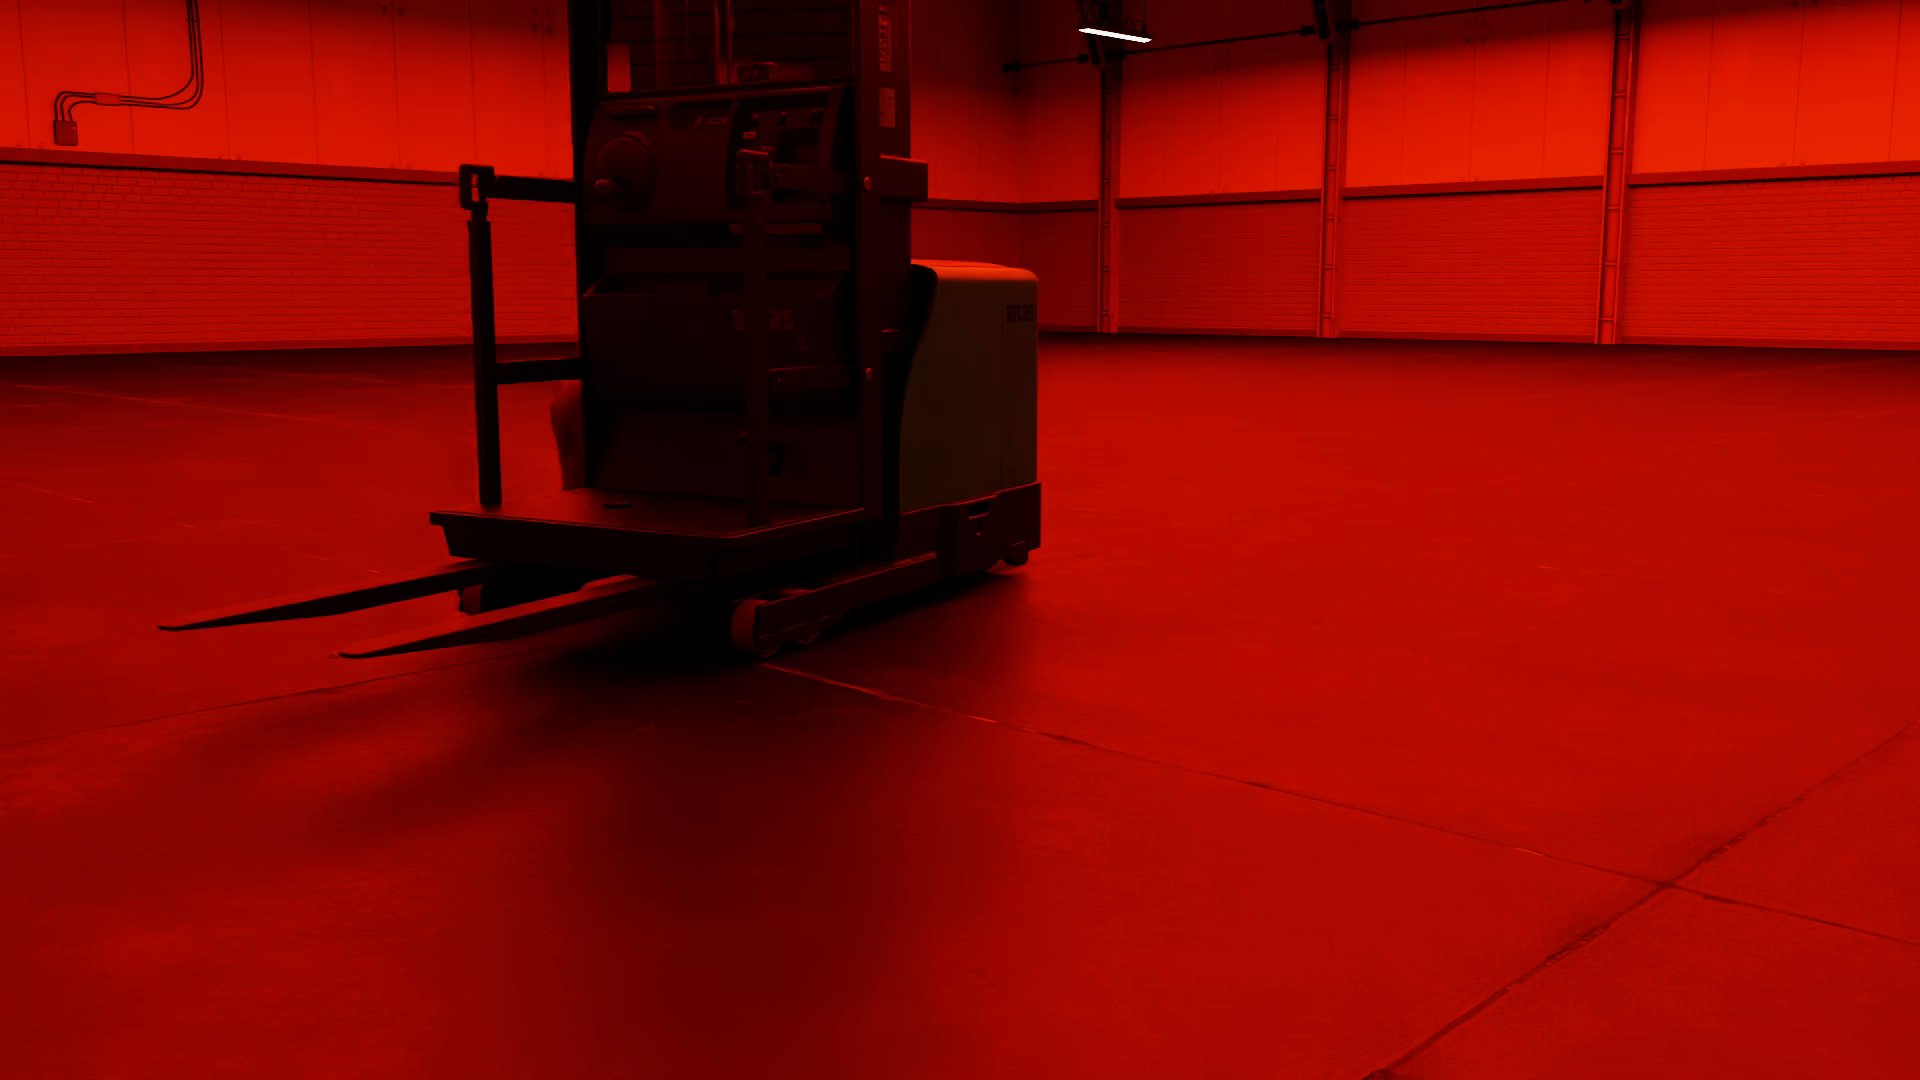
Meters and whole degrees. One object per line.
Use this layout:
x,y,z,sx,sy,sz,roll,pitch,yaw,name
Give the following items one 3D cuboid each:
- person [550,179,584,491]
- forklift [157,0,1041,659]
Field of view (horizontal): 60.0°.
-1.464,-0.771,7.176,0.553,1.604,0.975,-8,12,-44,person
-0.856,-1.201,4.851,1.130,2.935,3.031,5,10,28,forklift
